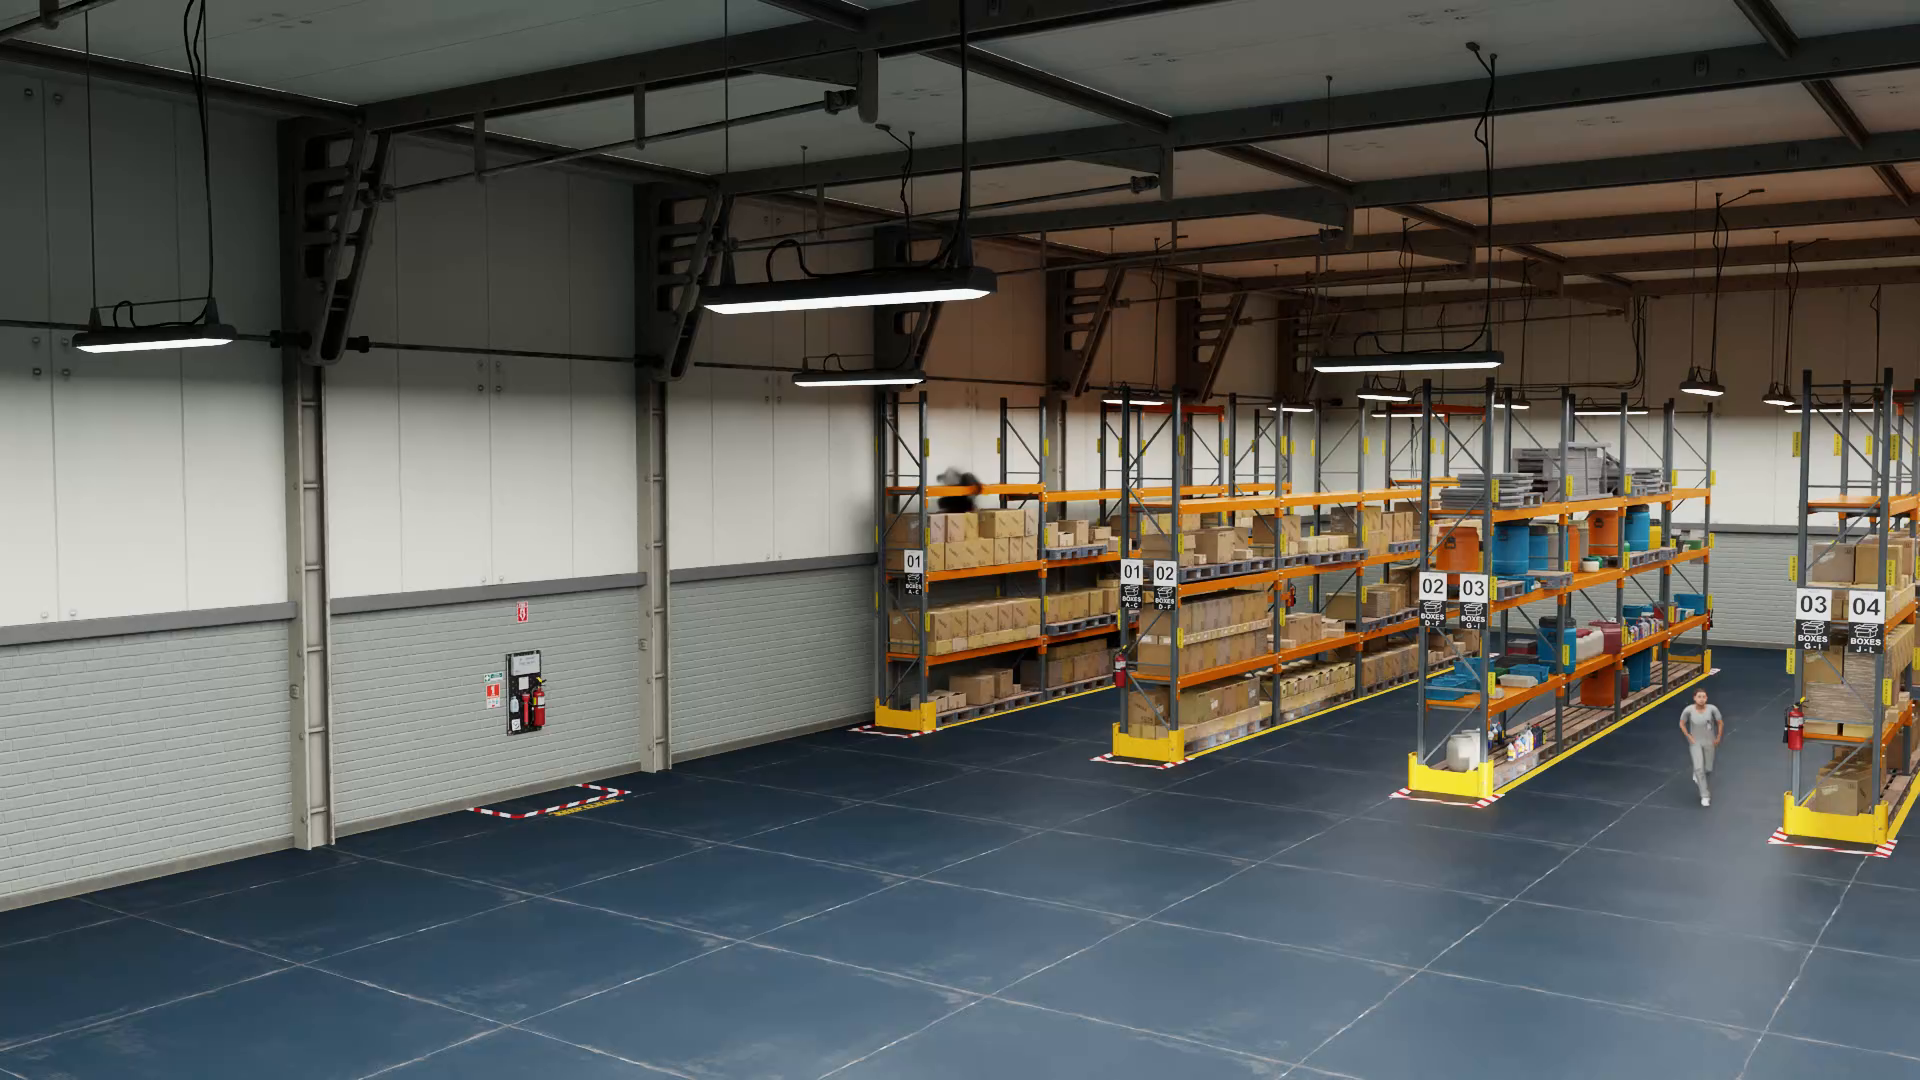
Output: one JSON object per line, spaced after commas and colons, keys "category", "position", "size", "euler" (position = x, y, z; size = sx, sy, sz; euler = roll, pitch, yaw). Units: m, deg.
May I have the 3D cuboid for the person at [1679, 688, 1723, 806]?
{"category": "person", "position": [10.513, 2.904, 23.623], "size": [0.576, 1.642, 0.803], "euler": [1, 3, 15]}
